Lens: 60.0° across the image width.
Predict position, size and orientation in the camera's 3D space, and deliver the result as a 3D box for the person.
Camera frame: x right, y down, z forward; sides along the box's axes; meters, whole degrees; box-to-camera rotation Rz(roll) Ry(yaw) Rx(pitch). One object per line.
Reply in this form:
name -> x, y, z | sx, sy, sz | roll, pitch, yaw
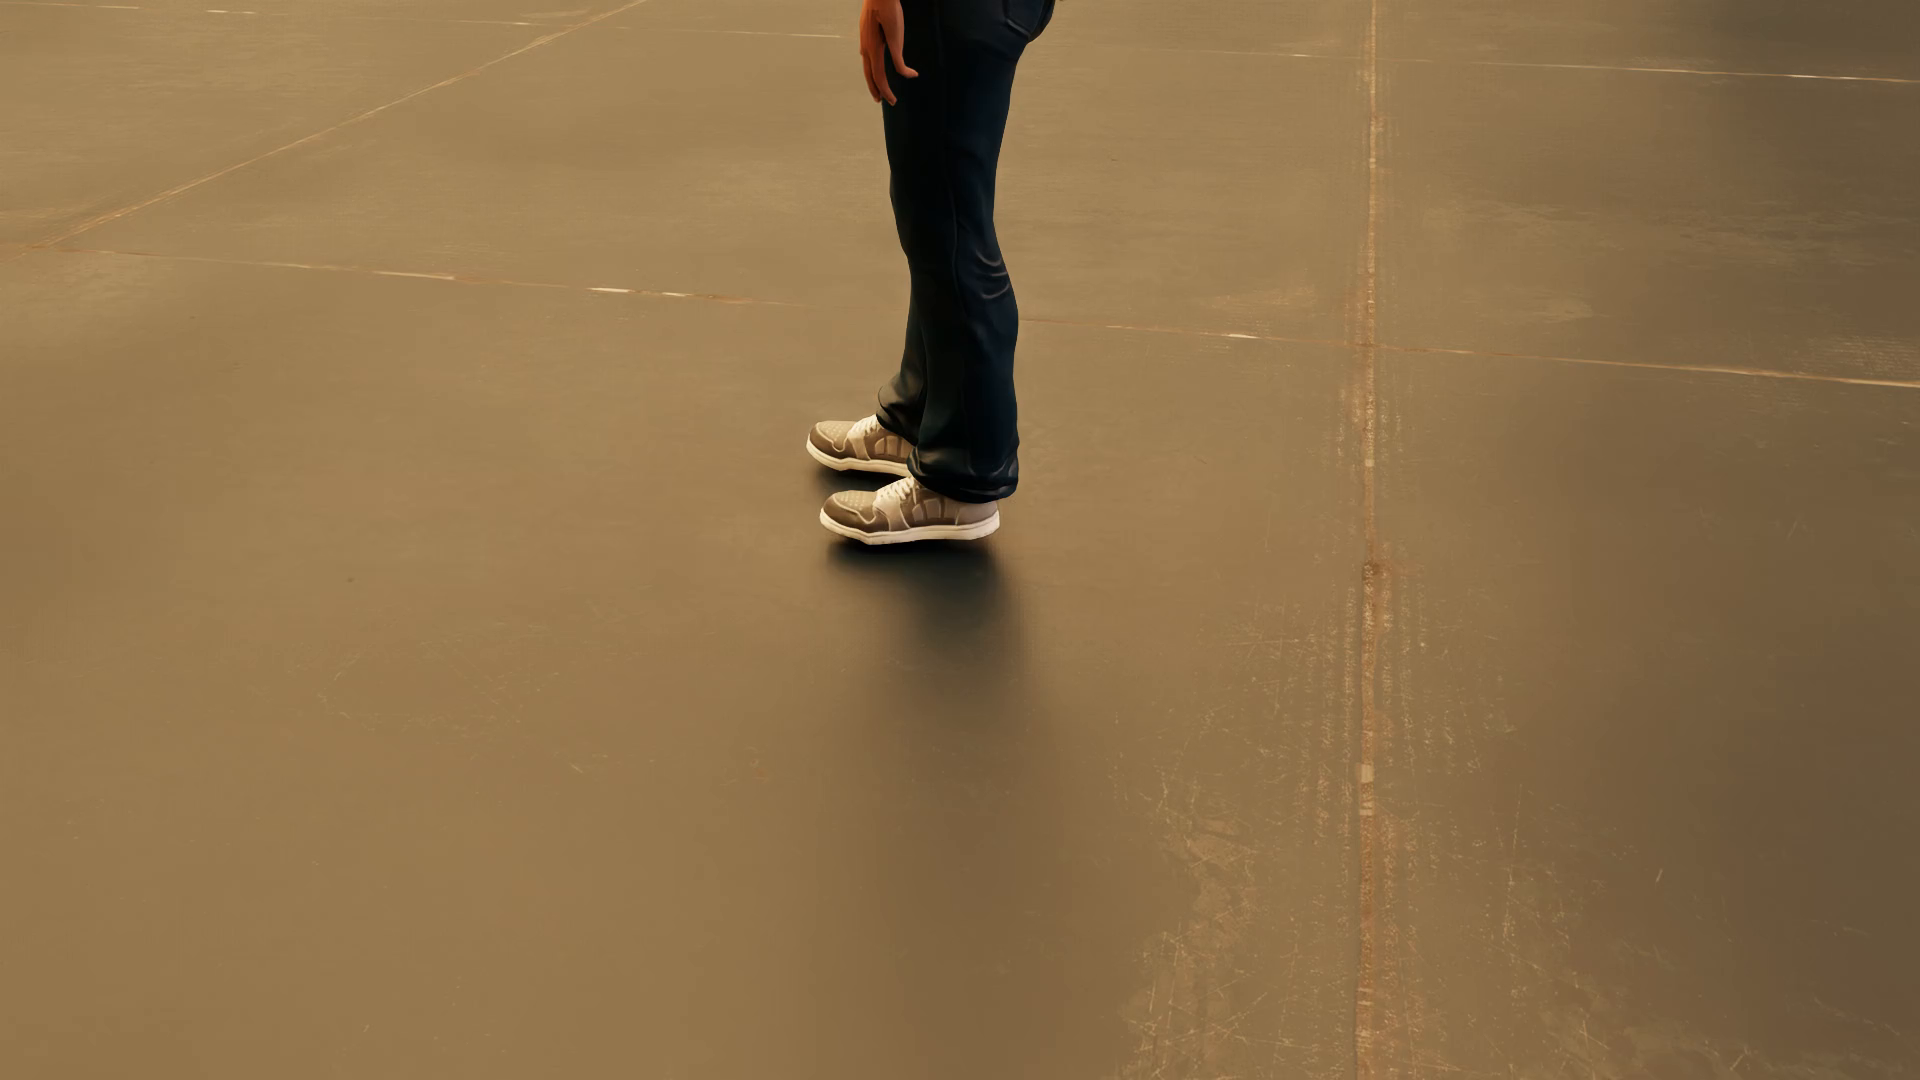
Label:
person -> -0.069, -0.733, 2.164 | 0.476, 1.597, 0.520 | 6, 27, 11
